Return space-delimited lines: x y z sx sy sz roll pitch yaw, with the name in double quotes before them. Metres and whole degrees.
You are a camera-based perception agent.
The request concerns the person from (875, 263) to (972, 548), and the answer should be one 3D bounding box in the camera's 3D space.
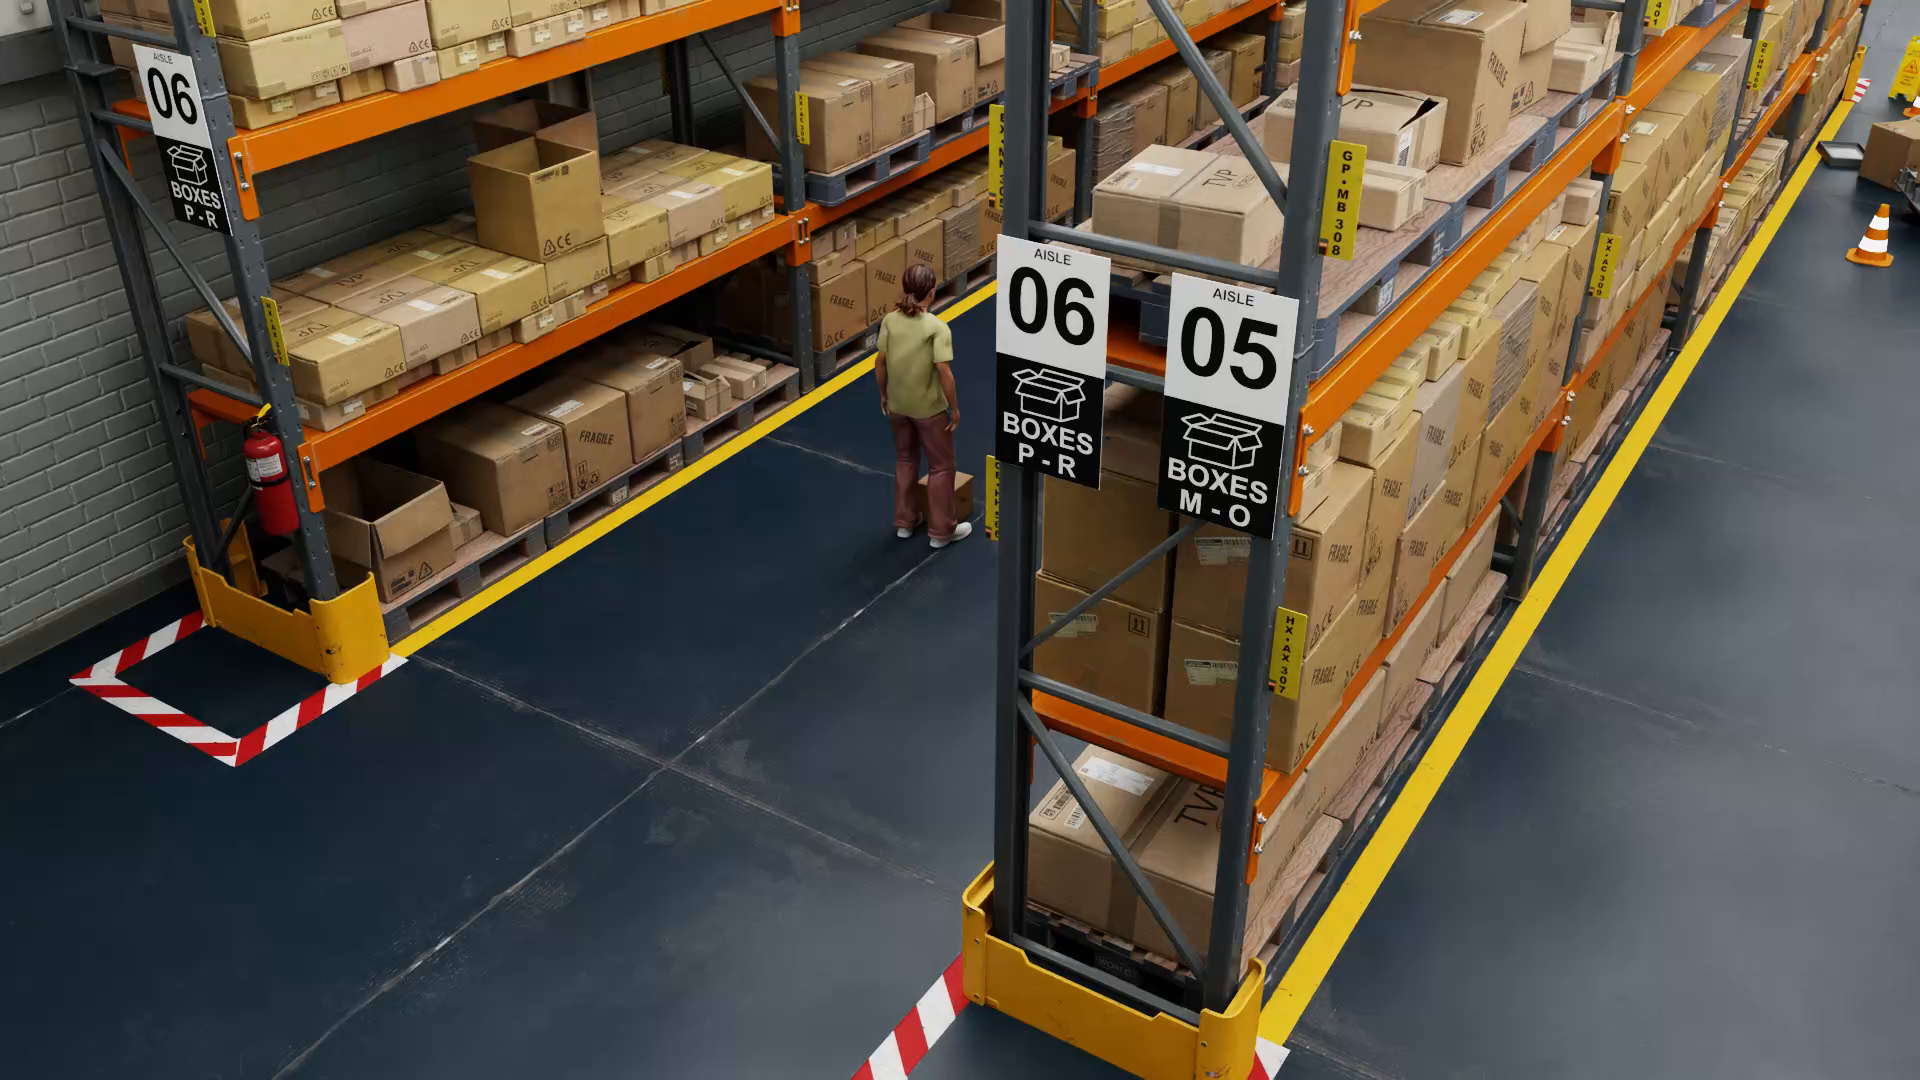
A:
"person" -0.220 -0.761 9.472 0.518 1.671 0.365 15 34 24
